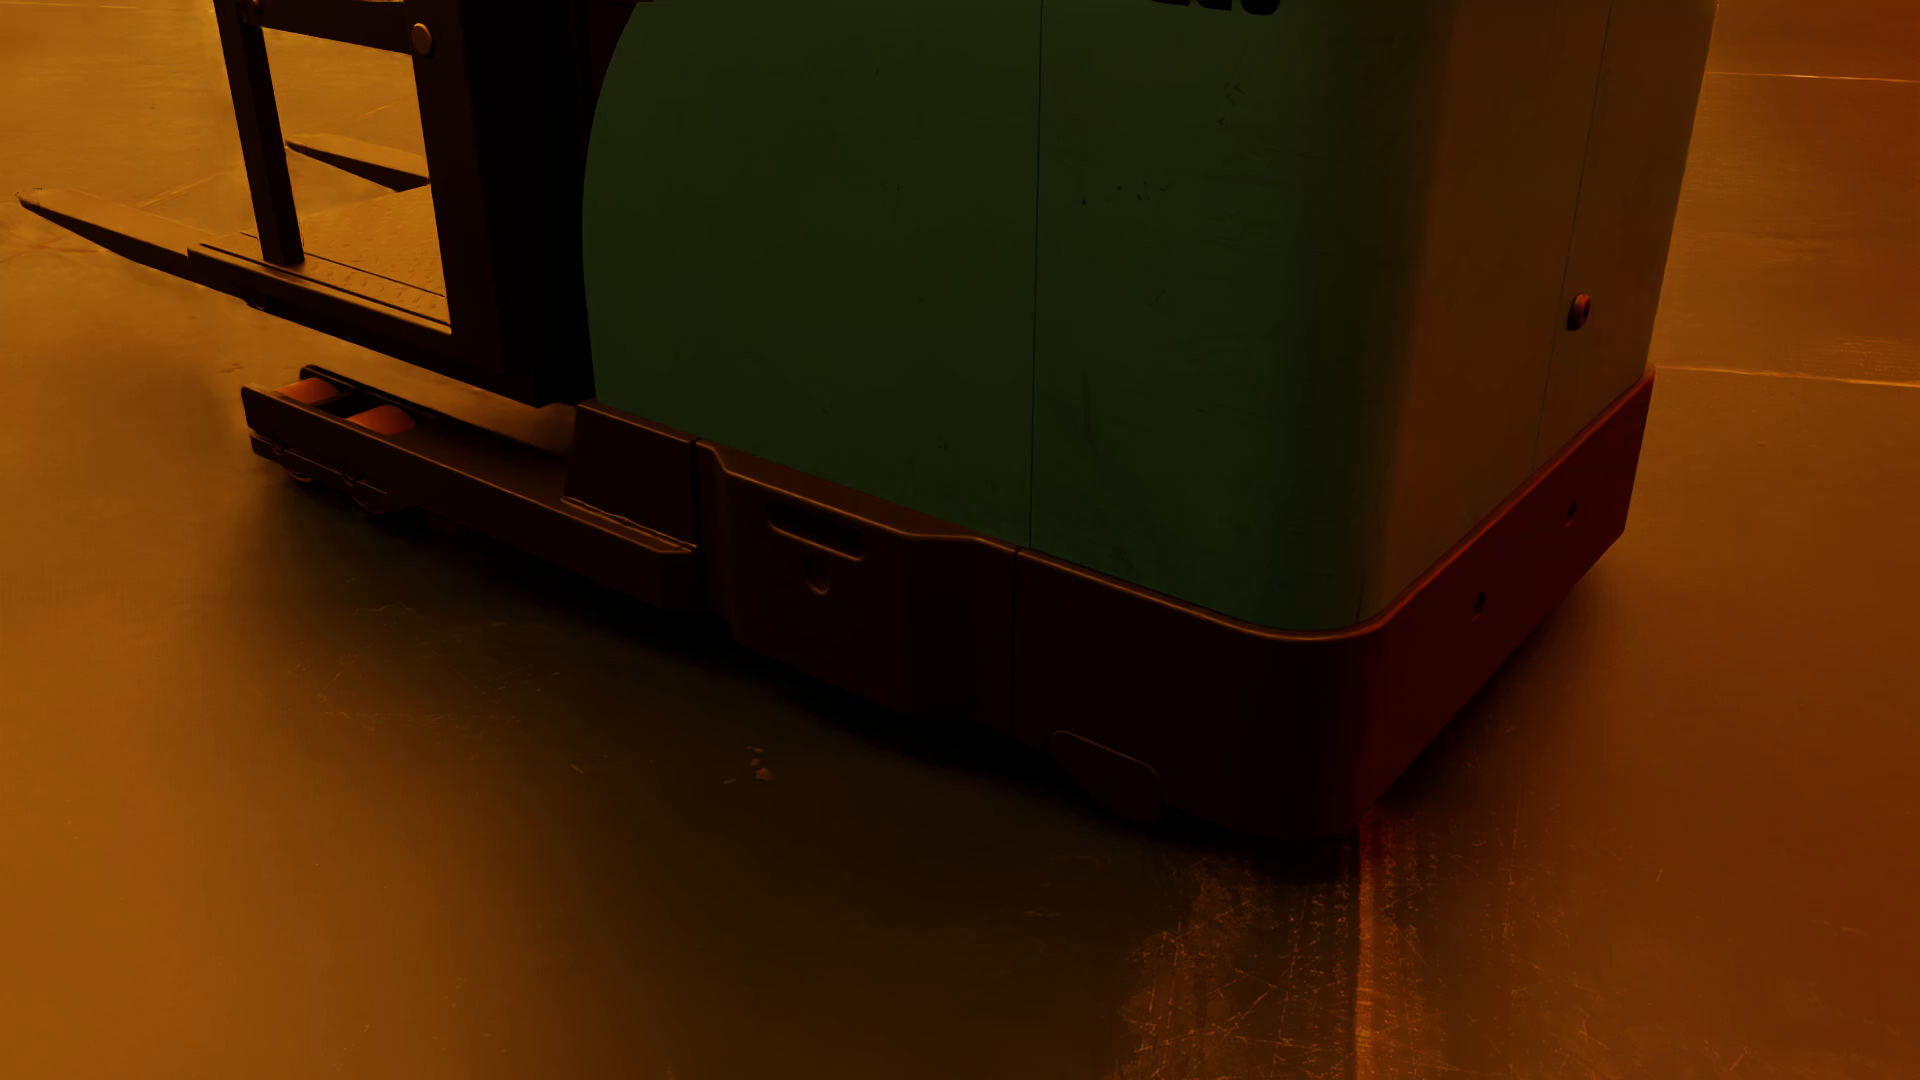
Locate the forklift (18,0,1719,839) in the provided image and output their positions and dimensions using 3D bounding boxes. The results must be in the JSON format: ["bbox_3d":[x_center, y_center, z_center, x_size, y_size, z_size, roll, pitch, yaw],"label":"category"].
[{"bbox_3d":[-0.521,-1.516,2.252,3.031,2.935,1.130,19,32,33],"label":"forklift"}]
